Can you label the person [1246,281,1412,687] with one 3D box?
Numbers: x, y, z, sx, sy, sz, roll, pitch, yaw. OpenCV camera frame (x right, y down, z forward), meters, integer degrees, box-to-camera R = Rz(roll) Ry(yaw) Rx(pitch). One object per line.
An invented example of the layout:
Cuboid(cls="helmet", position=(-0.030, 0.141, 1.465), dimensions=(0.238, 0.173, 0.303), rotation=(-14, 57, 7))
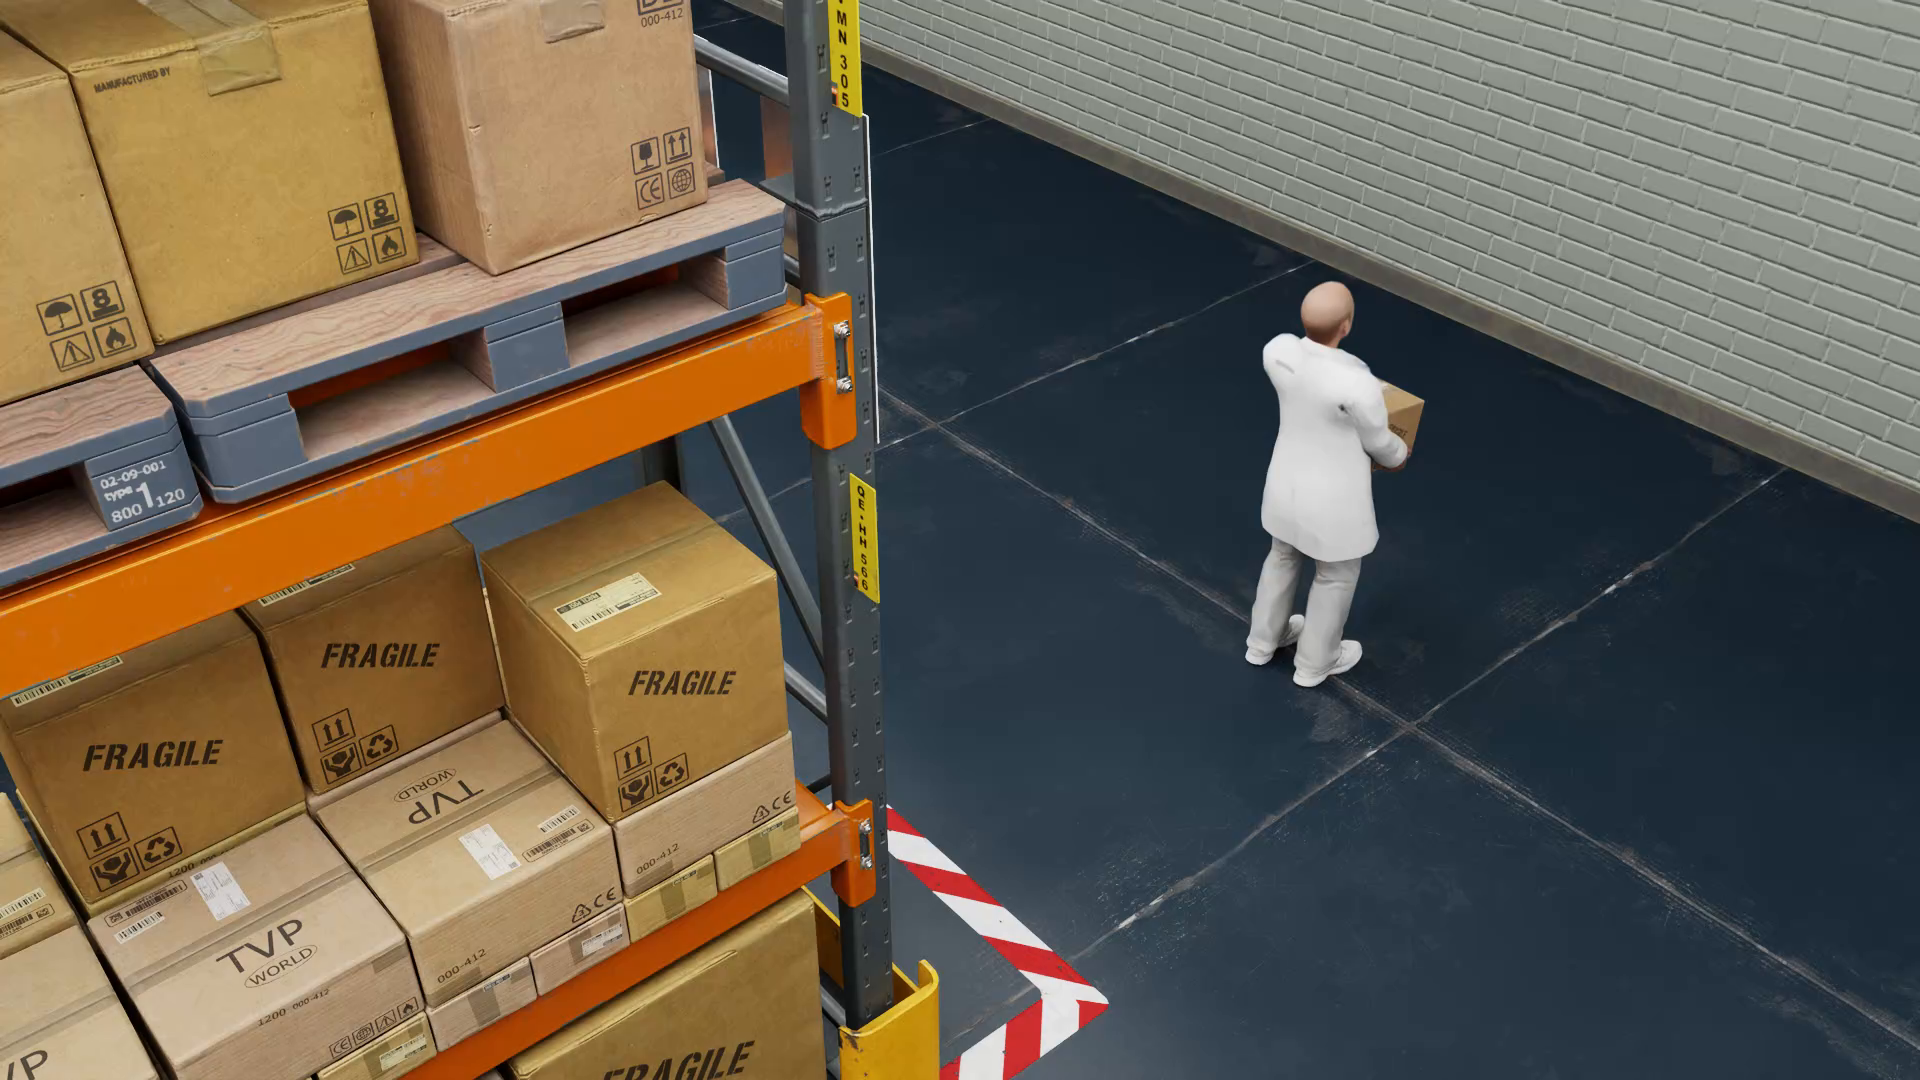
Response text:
Cuboid(cls="person", position=(1.461, -0.242, 6.505), dimensions=(0.554, 1.771, 0.529), rotation=(-25, 42, -31))
